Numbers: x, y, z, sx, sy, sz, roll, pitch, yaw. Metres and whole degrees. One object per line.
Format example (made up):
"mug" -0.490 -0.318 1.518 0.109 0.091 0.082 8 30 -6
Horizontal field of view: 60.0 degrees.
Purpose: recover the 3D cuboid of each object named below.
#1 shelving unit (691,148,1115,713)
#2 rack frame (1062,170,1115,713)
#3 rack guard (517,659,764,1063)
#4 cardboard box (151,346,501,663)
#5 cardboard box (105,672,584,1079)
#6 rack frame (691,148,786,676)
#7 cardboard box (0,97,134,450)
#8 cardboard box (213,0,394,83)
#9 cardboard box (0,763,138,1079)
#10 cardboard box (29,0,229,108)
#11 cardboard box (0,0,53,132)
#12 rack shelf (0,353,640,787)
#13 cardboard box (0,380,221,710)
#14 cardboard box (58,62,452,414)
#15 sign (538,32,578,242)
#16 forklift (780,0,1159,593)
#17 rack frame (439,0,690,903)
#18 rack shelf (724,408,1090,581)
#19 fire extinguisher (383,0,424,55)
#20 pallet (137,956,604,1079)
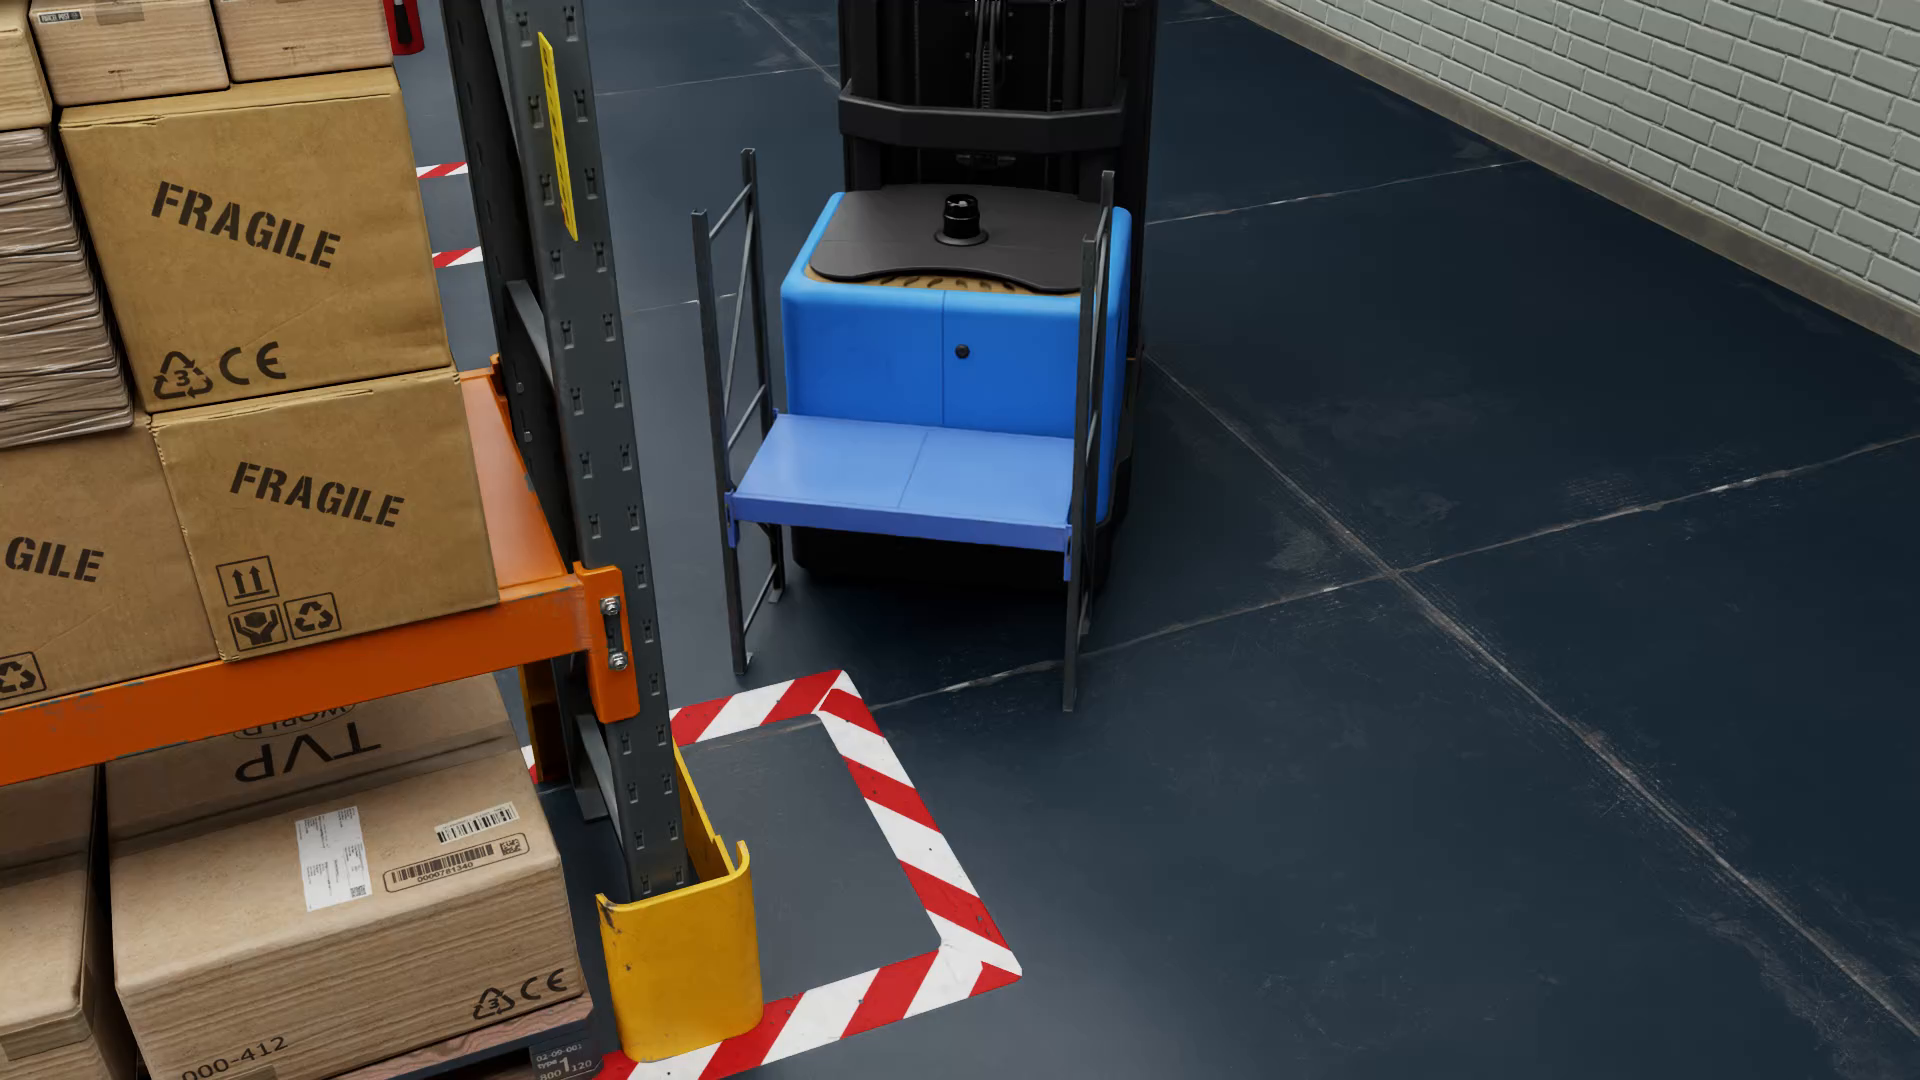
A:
"shelving unit" -0.136 -0.297 4.831 1.048 1.500 0.538 6 33 8
"rack frame" 0.364 -0.248 4.756 0.032 1.500 0.500 6 33 8
"rack guard" -0.837 0.691 4.230 0.348 0.500 1.175 -13 35 -19
"cardboard box" -1.201 -0.159 3.152 0.500 0.500 0.500 -13 35 -19
"cardboard box" -1.428 0.736 3.833 0.875 0.438 0.875 -14 36 -21
"rack frame" -0.637 -0.345 4.906 0.032 1.500 0.500 6 33 8
"cardboard box" -1.682 -0.466 2.707 0.500 0.500 0.500 -13 35 -19
"cardboard box" -1.112 -0.908 2.792 0.250 0.149 0.380 -12 35 -18
"cardboard box" -2.269 0.933 3.529 0.875 0.438 0.875 -12 35 -18
"cardboard box" -1.337 -0.842 2.691 0.250 0.149 0.380 -12 35 -18
"cardboard box" -1.542 -0.746 2.542 0.250 0.149 0.380 -13 35 -19
"rack shelf" -2.703 0.372 3.087 4.000 0.370 1.077 -13 35 -19
"cardboard box" -1.670 -0.060 3.001 0.500 0.500 0.500 -14 35 -20
"cardboard box" -1.211 -0.591 2.900 0.500 0.500 0.500 -12 35 -17
"sign" -0.661 -0.660 2.736 0.005 0.325 0.100 -13 35 -19
"forklift" 0.163 -1.848 5.902 1.130 2.935 3.031 4 33 7
"rack frame" -0.859 -0.352 3.540 0.127 3.000 1.000 -13 35 -19
"rack shelf" -0.136 -0.146 4.929 1.000 0.185 0.538 6 33 8
"fire extinguisher" -2.457 -2.452 7.181 0.183 0.674 0.296 -13 35 -19
"pallet" -1.566 1.025 3.981 1.213 0.211 1.003 -13 35 -19
